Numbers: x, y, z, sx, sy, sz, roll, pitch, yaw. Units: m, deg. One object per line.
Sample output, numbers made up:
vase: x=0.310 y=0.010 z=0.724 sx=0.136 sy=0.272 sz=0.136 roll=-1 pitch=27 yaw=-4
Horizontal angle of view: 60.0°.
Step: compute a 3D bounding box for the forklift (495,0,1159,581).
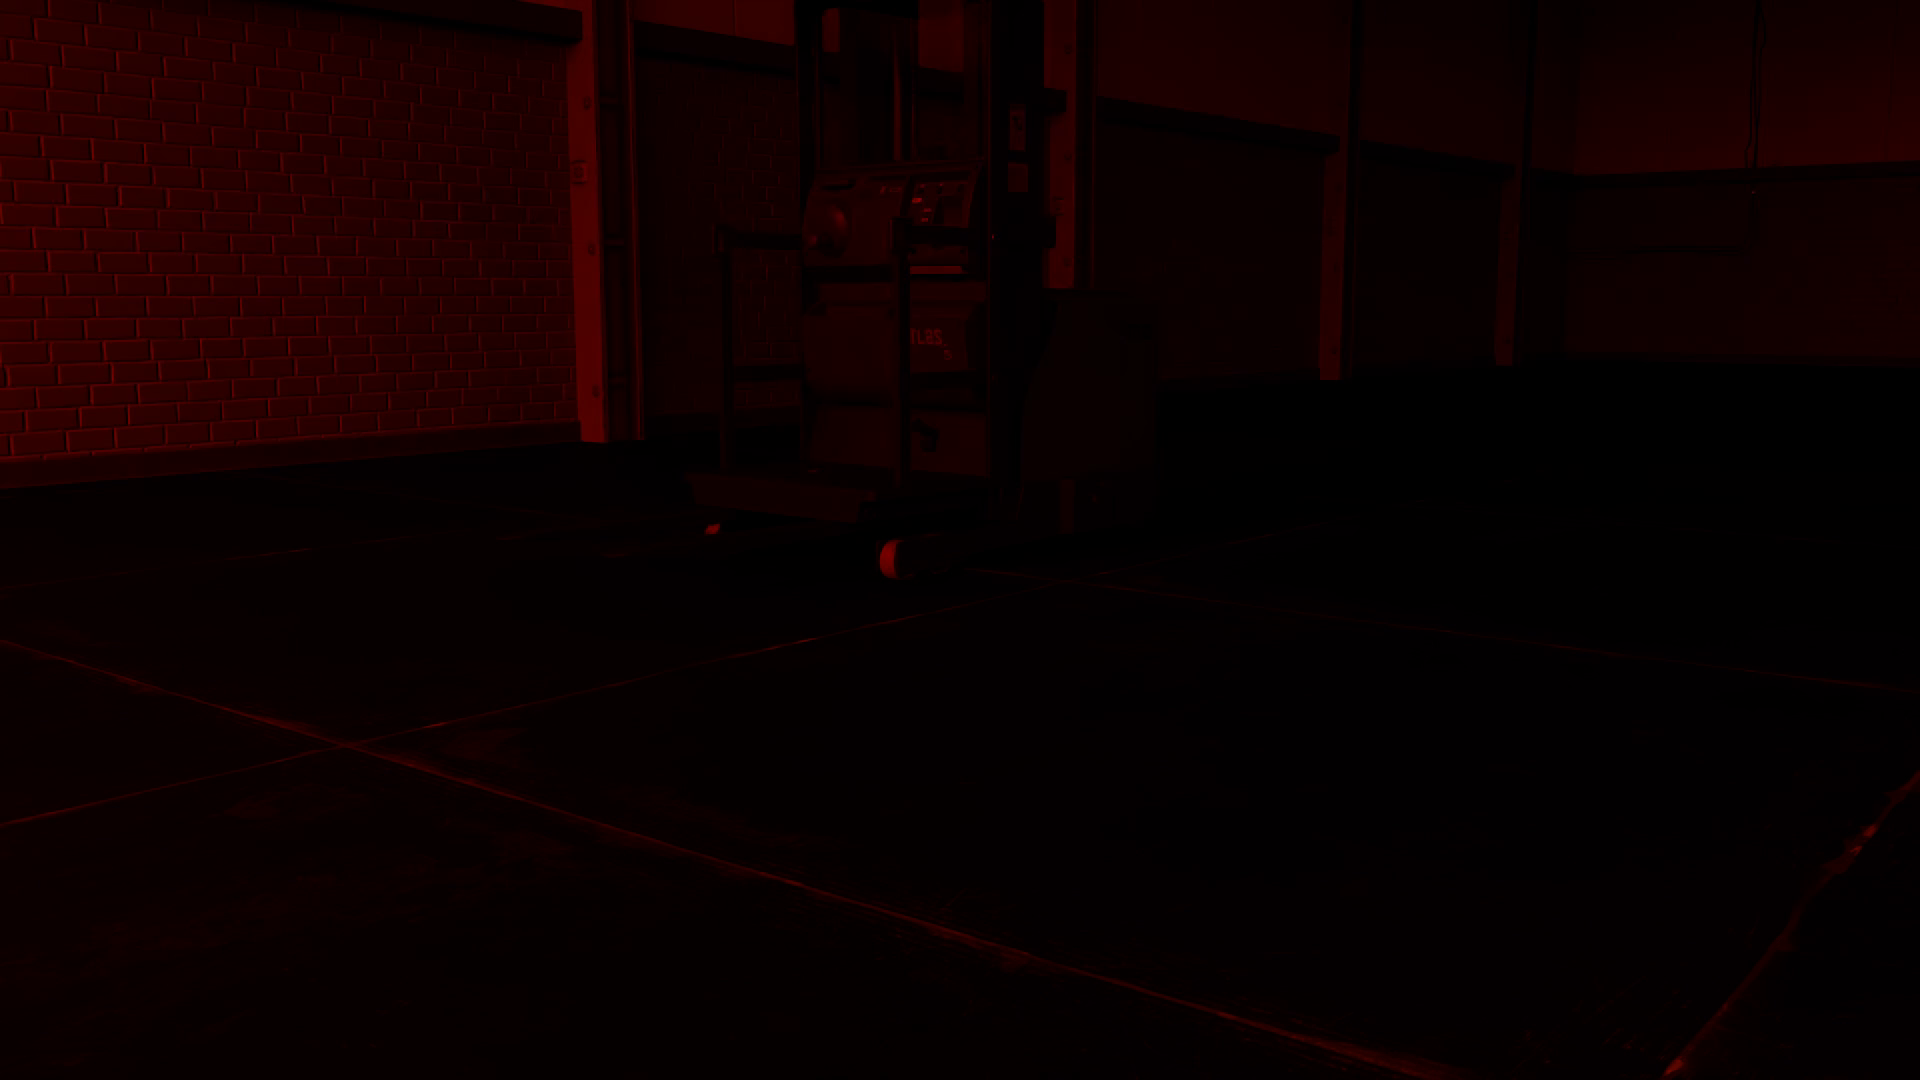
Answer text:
forklift: x=-0.424 y=-1.373 z=6.668 sx=1.130 sy=2.935 sz=3.031 roll=7 pitch=11 yaw=40
